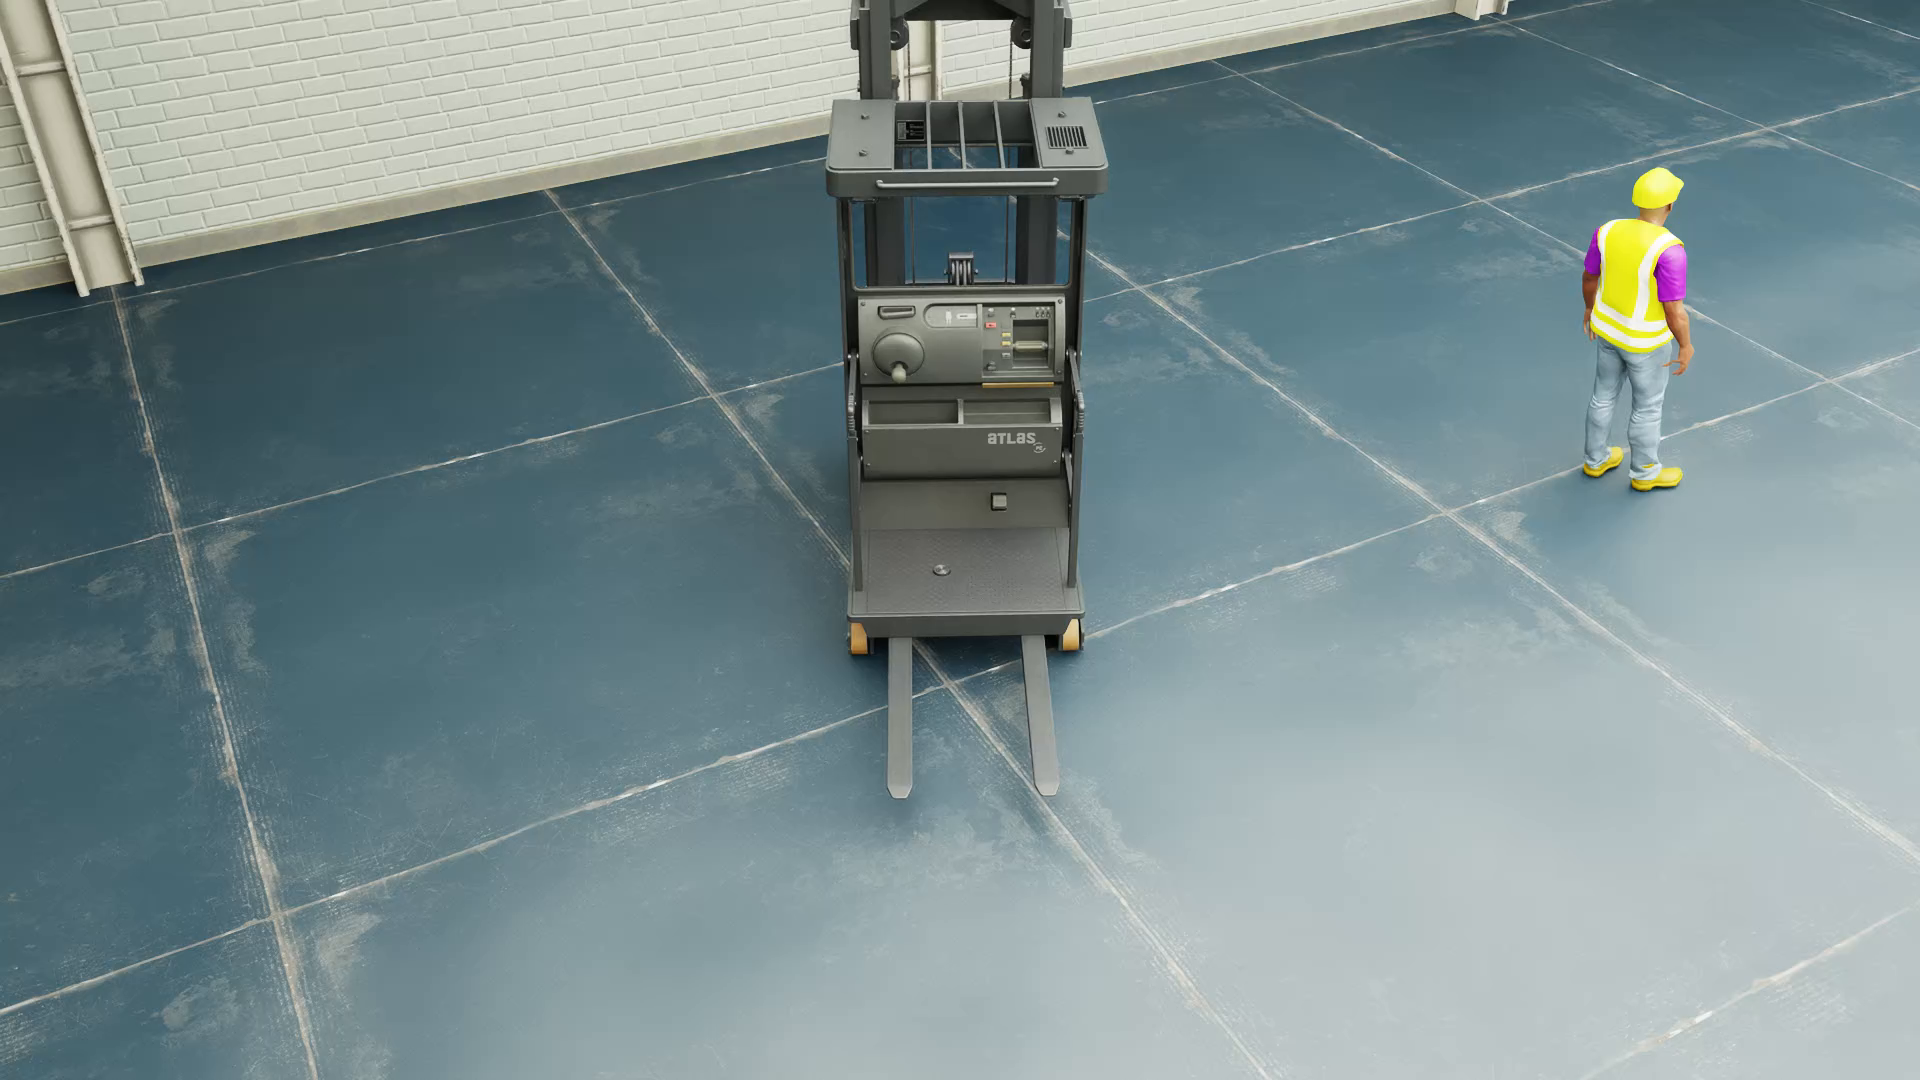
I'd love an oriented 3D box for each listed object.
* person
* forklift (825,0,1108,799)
[{"bbox_3d":[3.567,-1.110,8.690,0.577,1.765,0.665,-19,39,-25],"label":"person"},{"bbox_3d":[0.017,-0.840,7.311,1.130,2.935,3.031,-1,35,-1],"label":"forklift"}]
